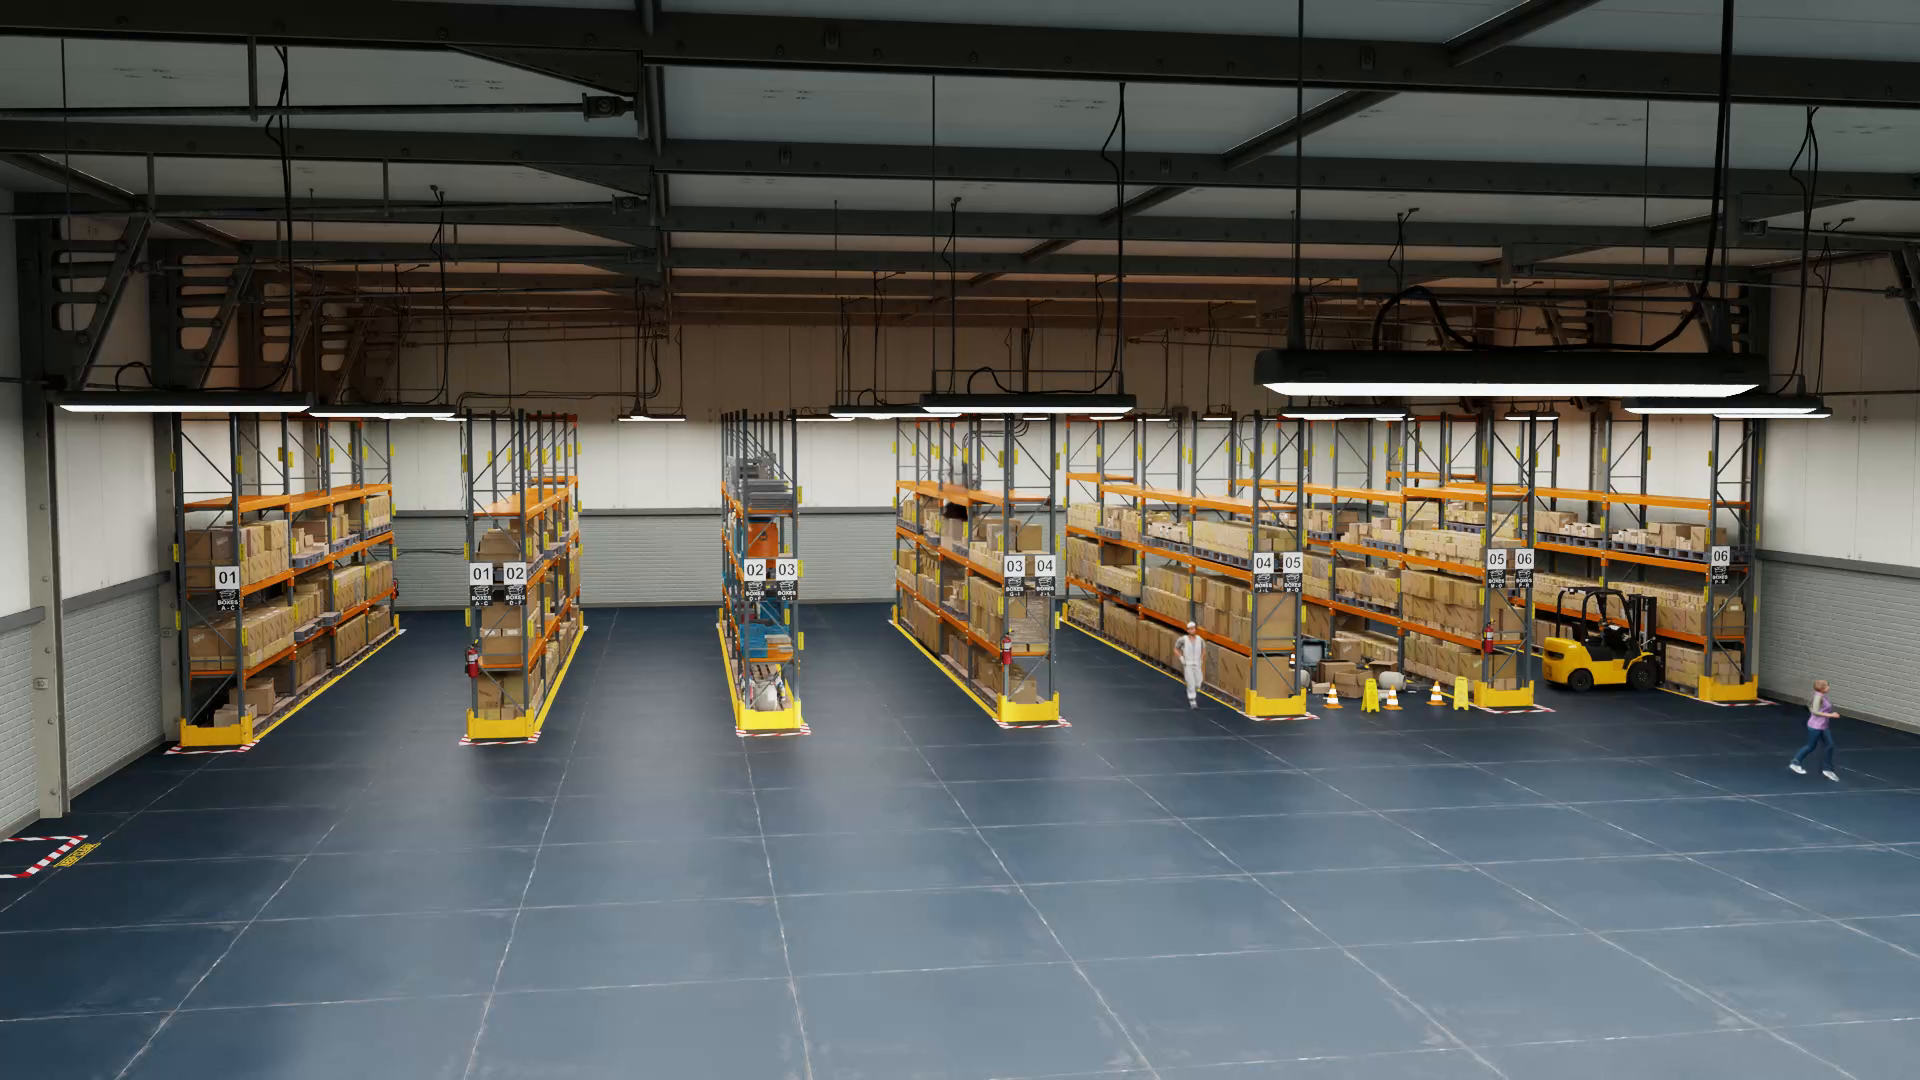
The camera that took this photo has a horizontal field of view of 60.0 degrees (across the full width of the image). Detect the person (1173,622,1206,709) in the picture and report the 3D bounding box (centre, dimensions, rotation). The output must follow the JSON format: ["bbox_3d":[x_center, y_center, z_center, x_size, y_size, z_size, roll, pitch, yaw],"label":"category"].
[{"bbox_3d":[4.635,2.516,33.453,0.663,1.758,0.714,-1,4,-8],"label":"person"}]

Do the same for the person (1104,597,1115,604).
[{"bbox_3d":[4.489,1.380,50.285,0.653,1.686,0.588,-2,4,-21],"label":"person"}]

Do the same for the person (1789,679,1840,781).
[{"bbox_3d":[13.807,3.054,26.842,0.731,1.637,0.524,4,6,44],"label":"person"}]
